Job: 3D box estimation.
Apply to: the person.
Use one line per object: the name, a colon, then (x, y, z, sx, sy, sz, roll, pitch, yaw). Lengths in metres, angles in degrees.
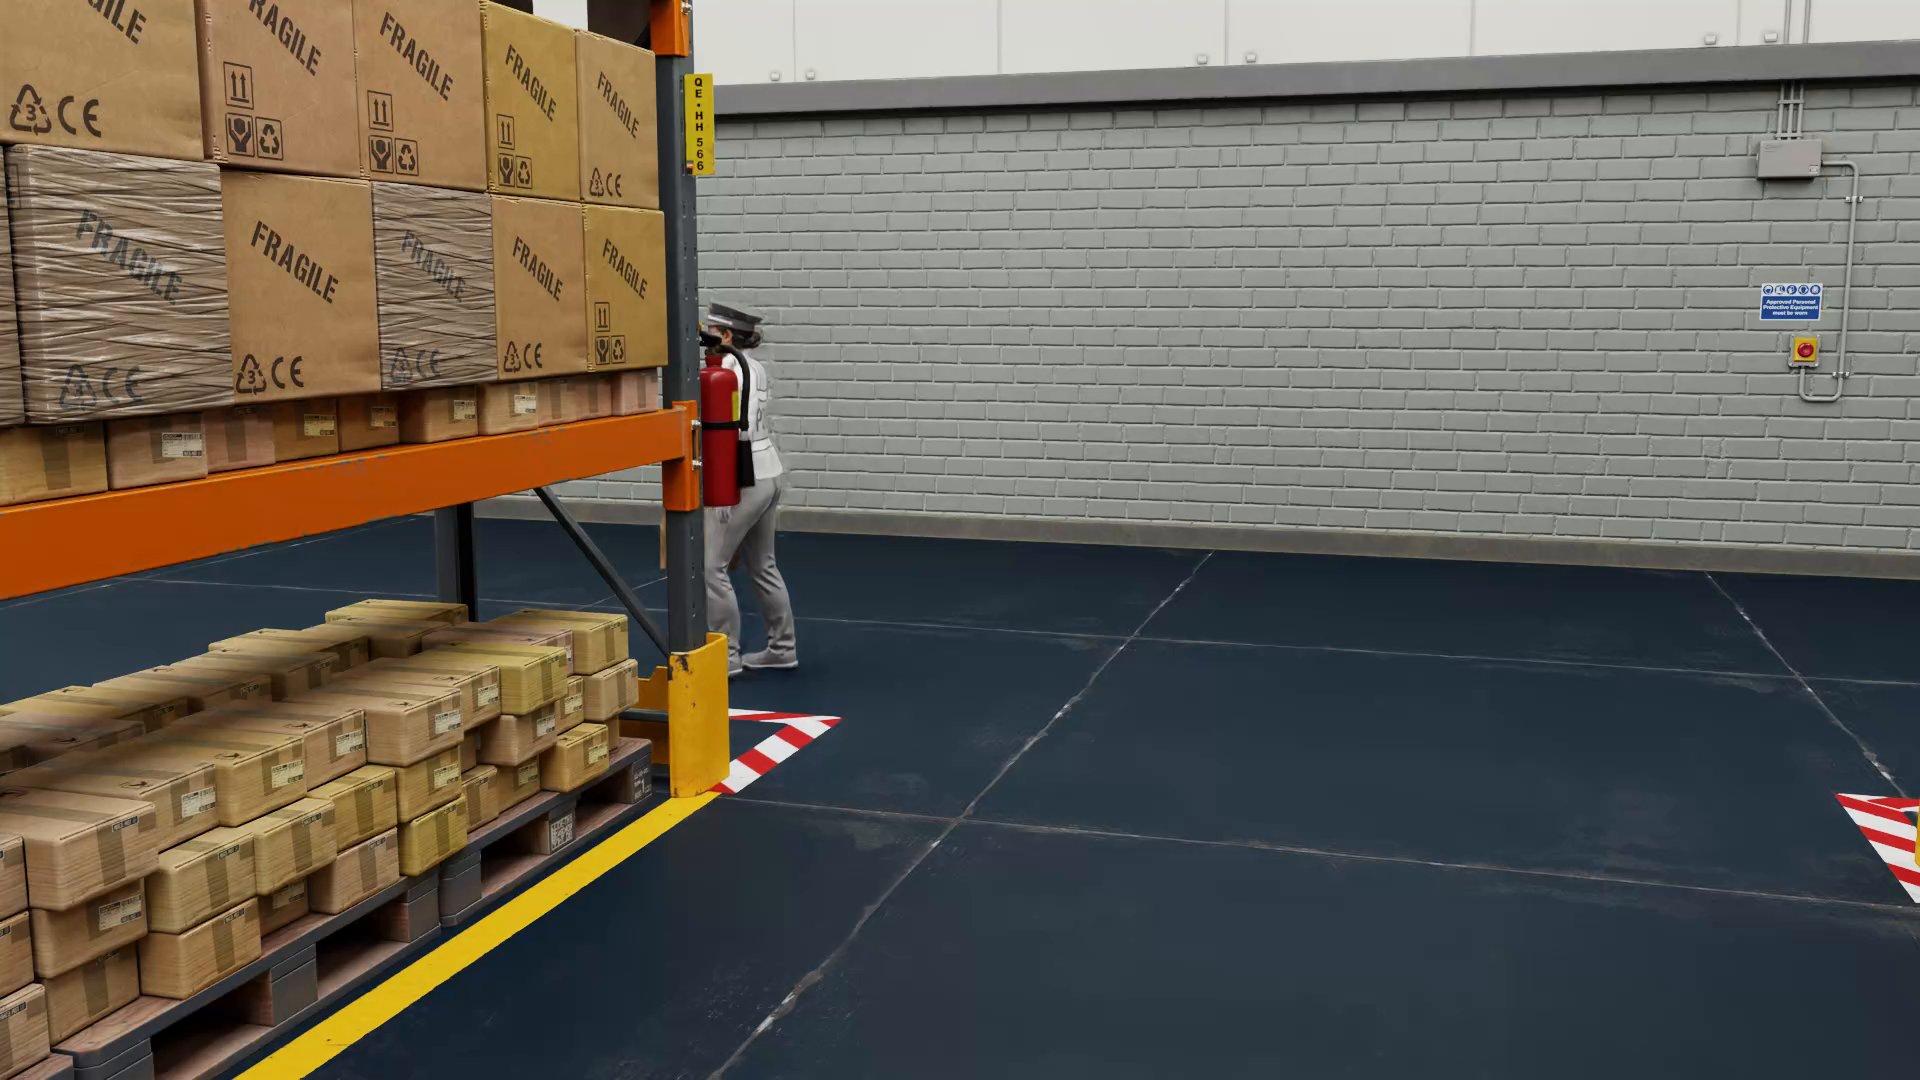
person: (-0.988, -0.228, 7.332, 0.496, 1.676, 0.583, 0, 8, 3)
